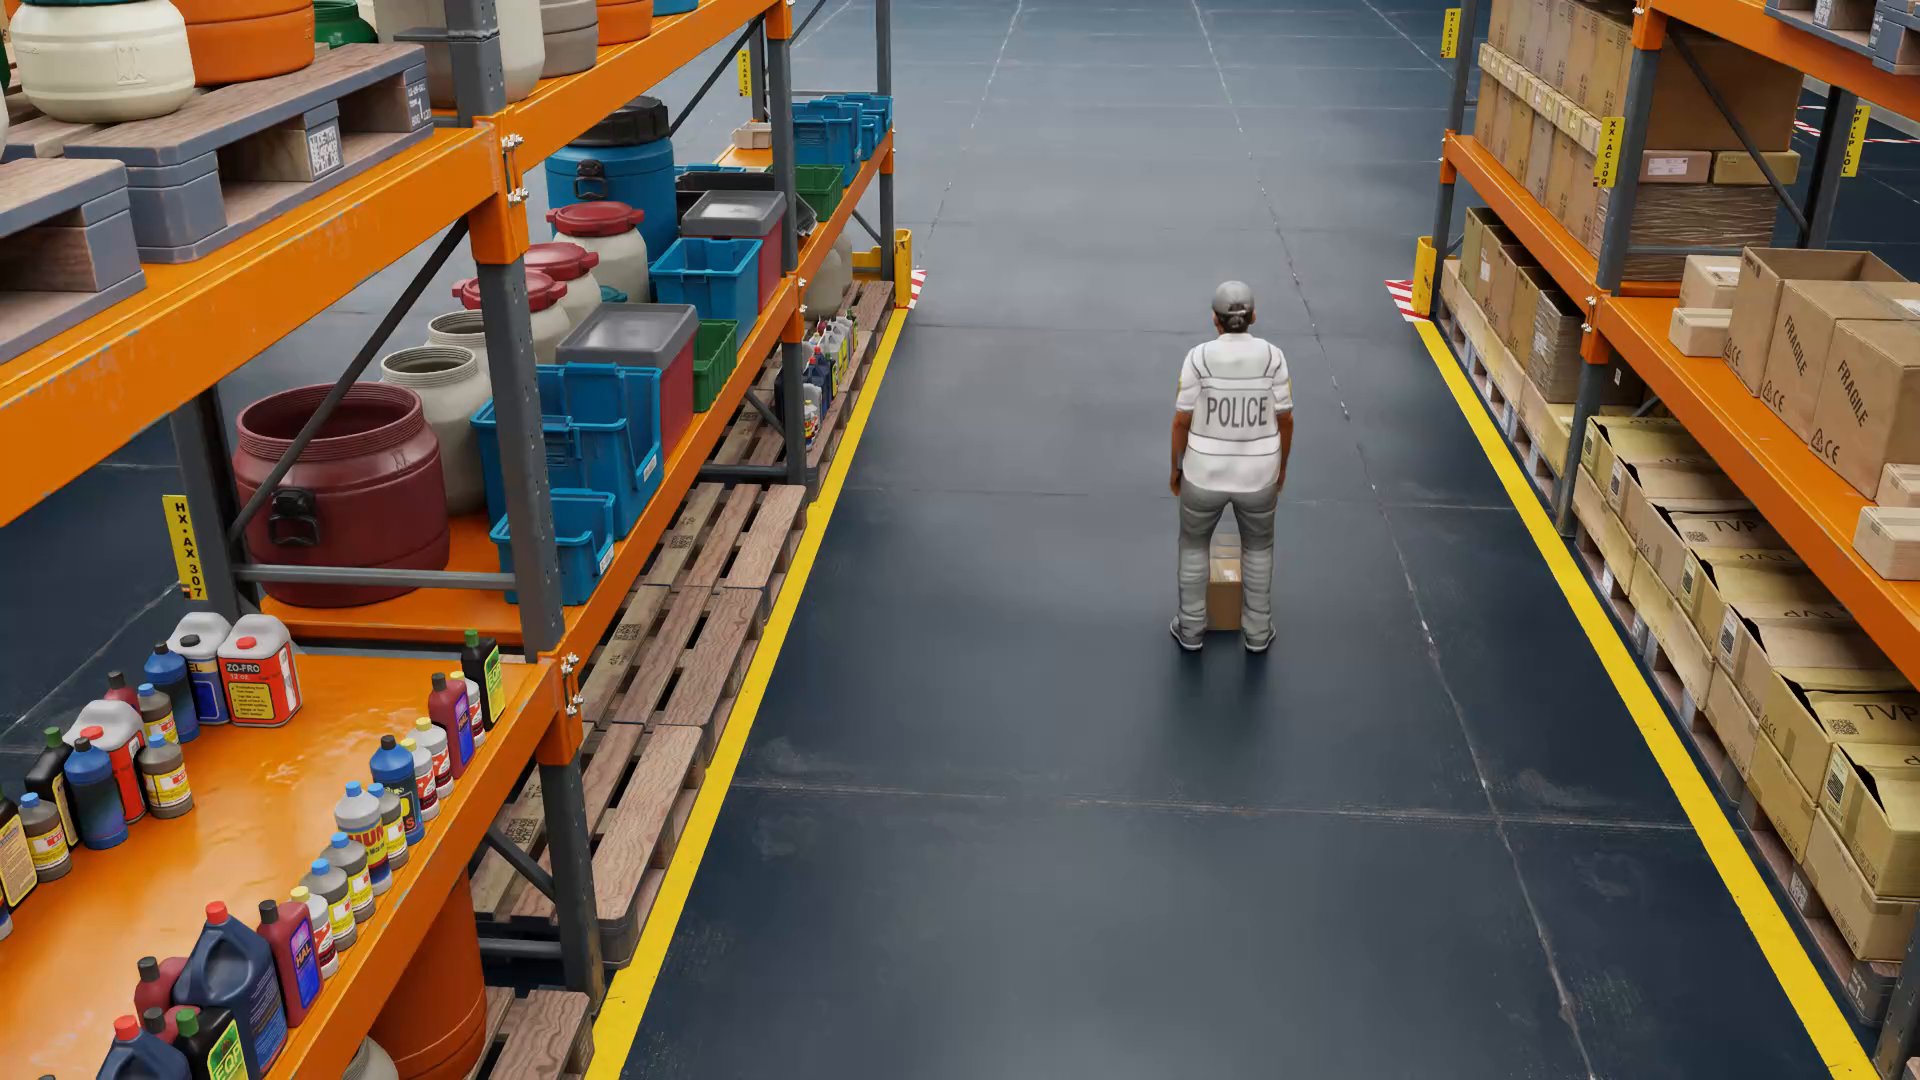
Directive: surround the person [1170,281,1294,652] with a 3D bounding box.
[{"bbox_3d":[1.178,-0.298,7.247,0.542,1.665,0.466,1,25,2],"label":"person"}]
